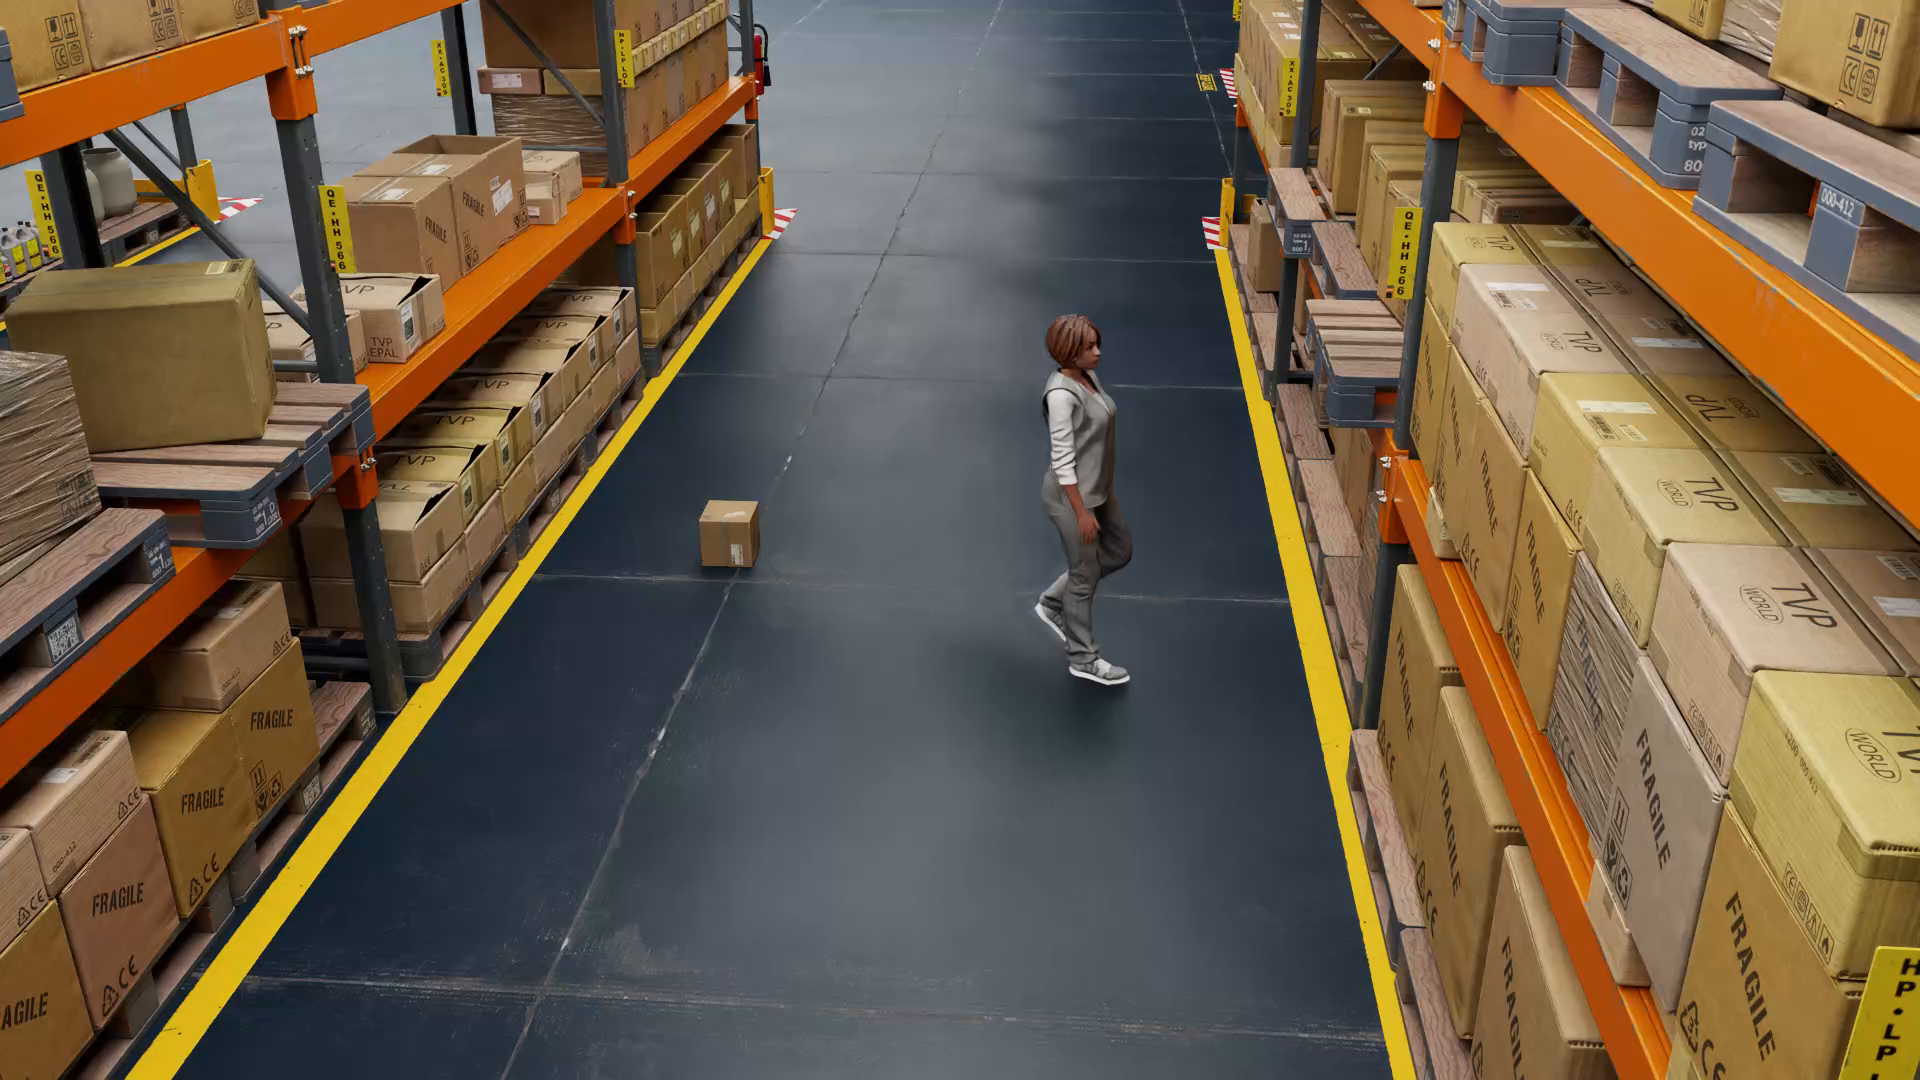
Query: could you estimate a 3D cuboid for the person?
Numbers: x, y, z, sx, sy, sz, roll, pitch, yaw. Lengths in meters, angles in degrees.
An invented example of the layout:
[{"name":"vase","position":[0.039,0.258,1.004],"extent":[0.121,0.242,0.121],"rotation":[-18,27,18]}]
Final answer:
[{"name":"person","position":[0.524,-0.167,6.922],"extent":[0.475,1.602,0.452],"rotation":[8,26,17]}]
